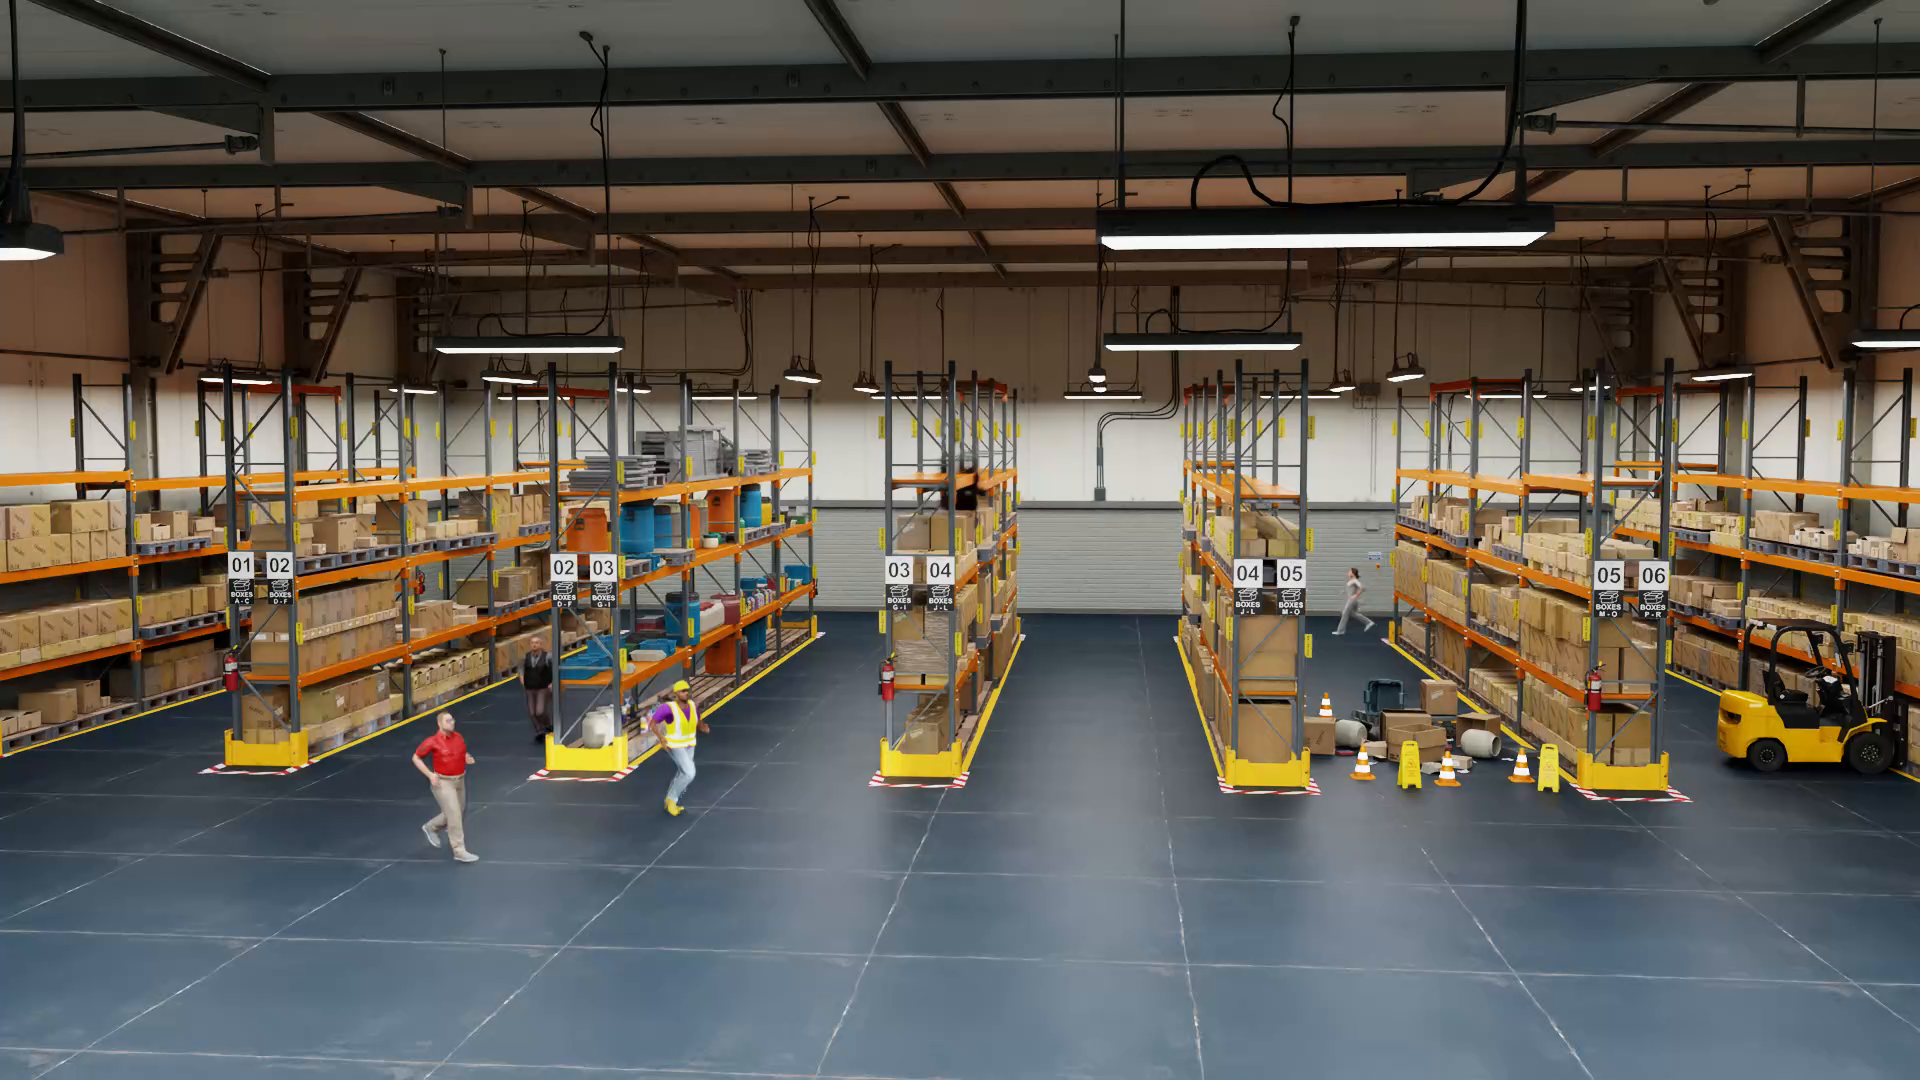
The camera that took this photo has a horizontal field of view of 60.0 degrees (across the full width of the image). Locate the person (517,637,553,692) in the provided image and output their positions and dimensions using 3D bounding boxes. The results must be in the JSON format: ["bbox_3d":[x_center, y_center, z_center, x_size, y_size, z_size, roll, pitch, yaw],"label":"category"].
[{"bbox_3d":[-6.801,2.009,26.646,0.659,0.896,0.577,0,4,6],"label":"person"}]

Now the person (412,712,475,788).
[{"bbox_3d":[-5.933,2.425,19.368,0.597,0.825,0.672,2,4,27],"label":"person"}]

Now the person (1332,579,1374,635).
[{"bbox_3d":[9.600,1.627,40.546,0.990,1.409,0.551,1,4,9],"label":"person"}]

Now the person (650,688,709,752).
[{"bbox_3d":[-3.587,2.301,21.640,0.645,0.871,0.670,3,5,36],"label":"person"}]
